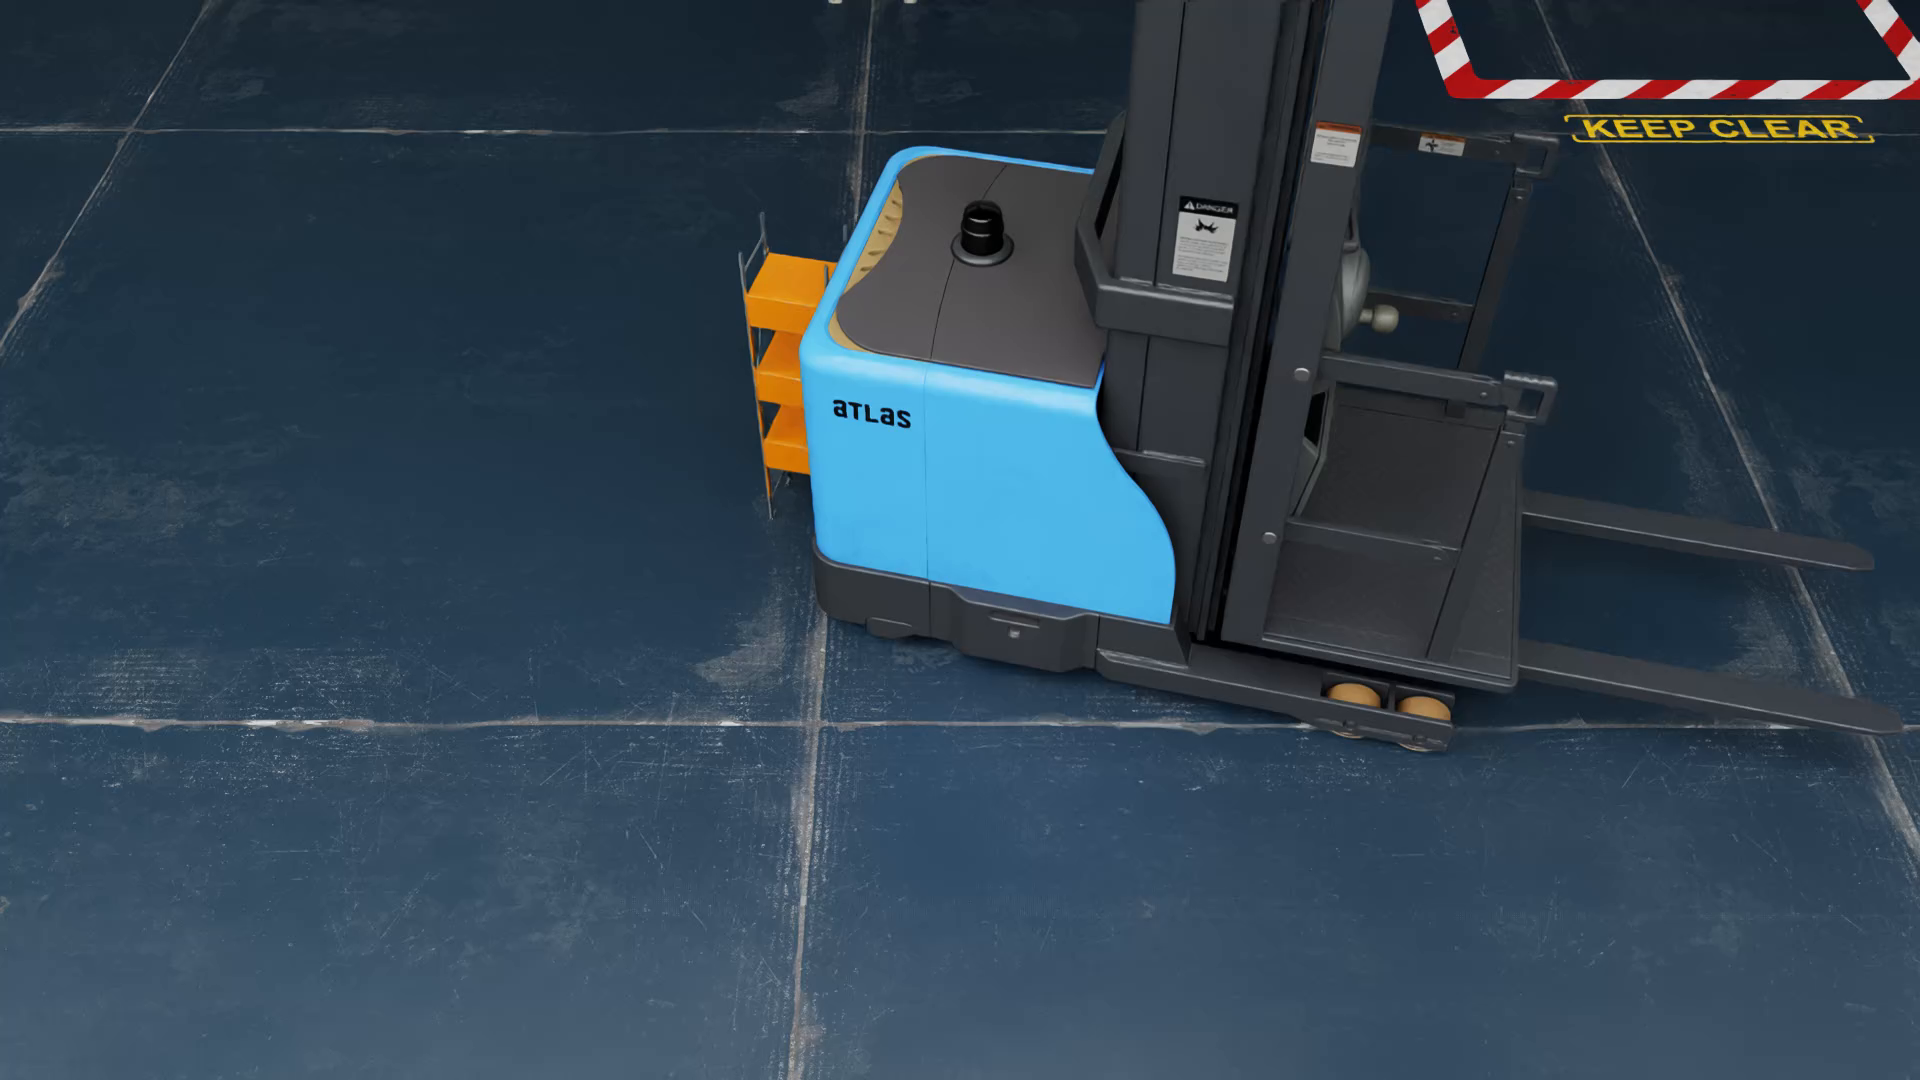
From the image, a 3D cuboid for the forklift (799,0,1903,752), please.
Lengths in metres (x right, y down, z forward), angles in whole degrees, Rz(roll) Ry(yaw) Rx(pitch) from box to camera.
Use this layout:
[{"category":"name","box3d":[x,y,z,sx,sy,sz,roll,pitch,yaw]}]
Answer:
[{"category":"forklift","box3d":[1.143,-0.834,4.024,3.031,2.935,1.130,10,48,9]}]

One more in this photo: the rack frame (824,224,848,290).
[{"category":"rack frame","box3d":[-0.342,-0.451,4.952,0.008,1.050,0.200,10,48,9]}]

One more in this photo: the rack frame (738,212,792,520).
[{"category":"rack frame","box3d":[-0.579,-0.494,4.992,0.008,1.050,0.200,10,48,9]}]

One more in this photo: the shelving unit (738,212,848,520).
[{"category":"shelving unit","box3d":[-0.460,-0.472,4.972,0.252,1.050,0.215,10,48,9]}]

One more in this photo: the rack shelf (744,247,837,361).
[{"category":"rack shelf","box3d":[-0.460,-0.658,4.772,0.240,0.259,0.215,10,48,9]}]

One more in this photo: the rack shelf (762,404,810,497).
[{"category":"rack shelf","box3d":[-0.460,-0.275,5.183,0.240,0.259,0.215,10,48,9]}]

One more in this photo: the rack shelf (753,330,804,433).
[{"category":"rack shelf","box3d":[-0.460,-0.465,4.980,0.240,0.259,0.215,10,48,9]}]
